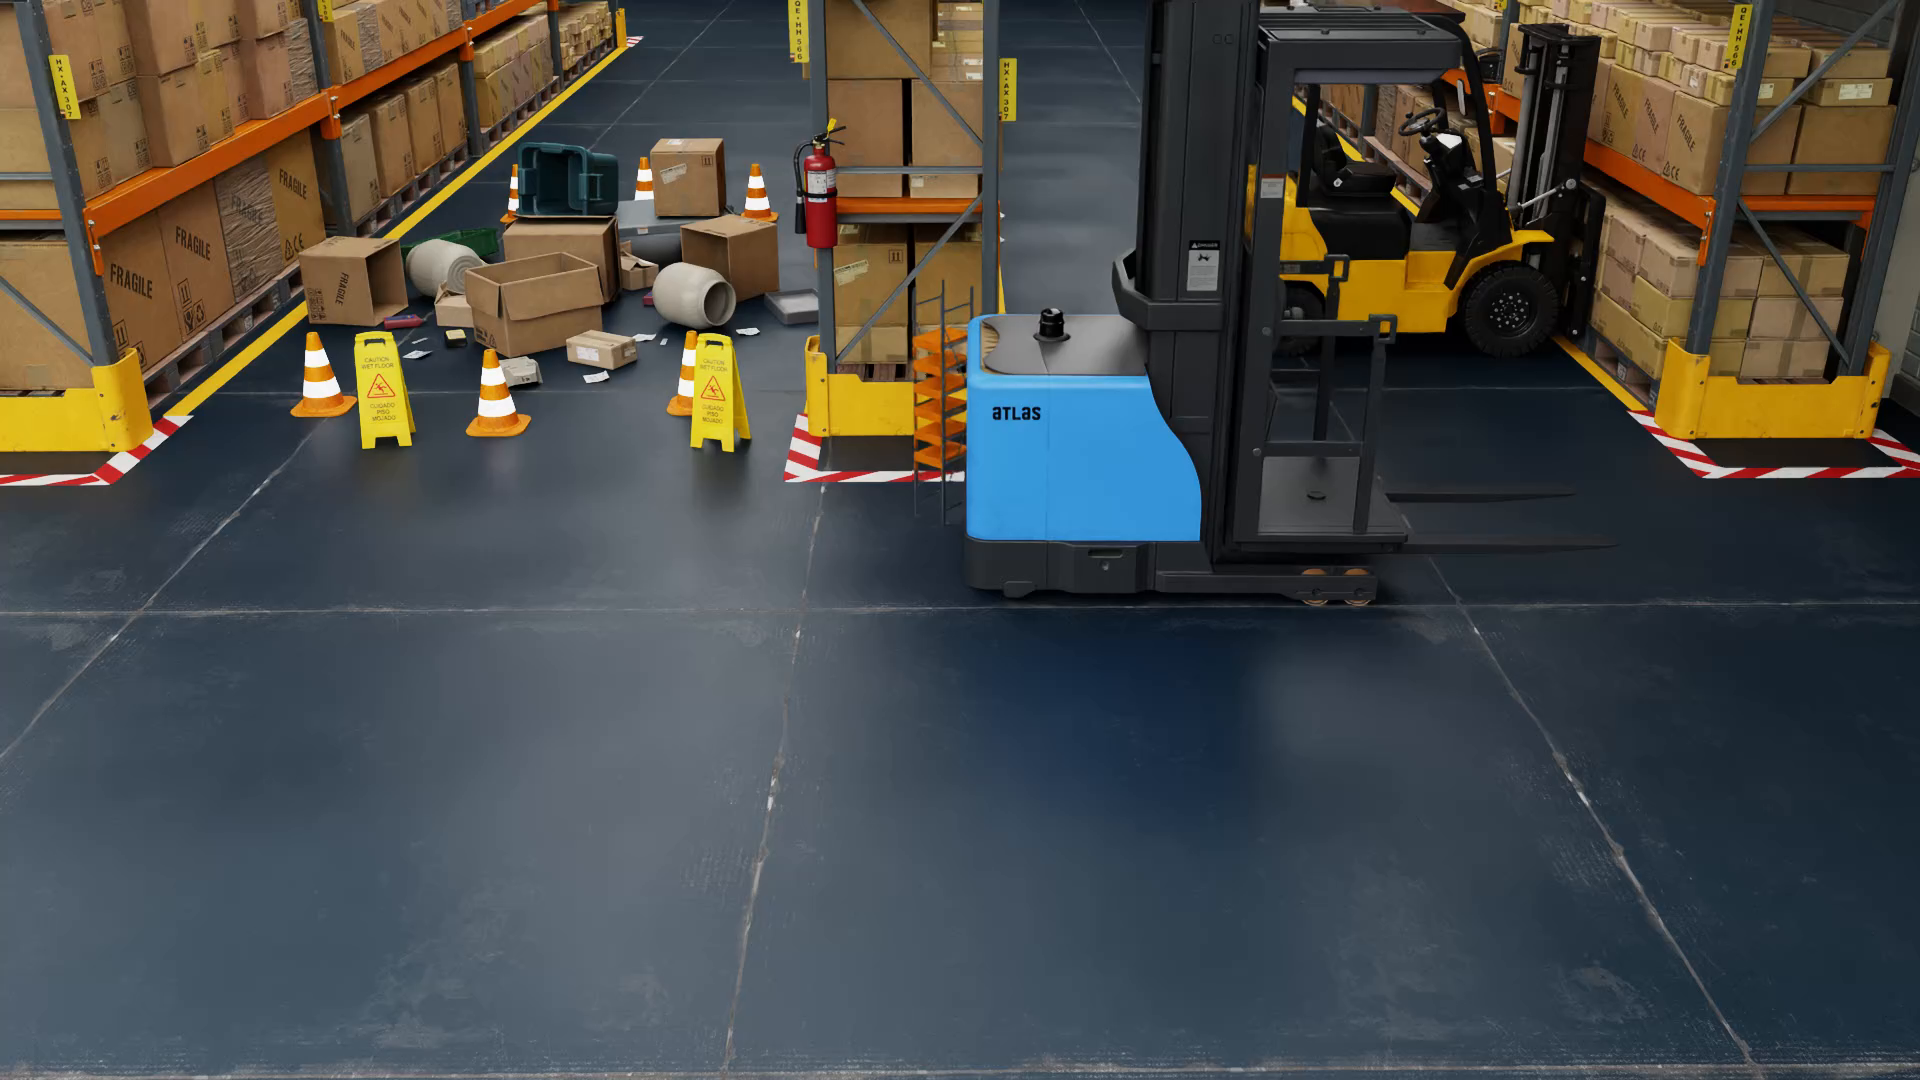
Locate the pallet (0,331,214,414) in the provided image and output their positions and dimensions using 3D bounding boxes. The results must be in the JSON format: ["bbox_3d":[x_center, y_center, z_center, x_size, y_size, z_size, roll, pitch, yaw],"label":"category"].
[{"bbox_3d":[-5.328,-0.999,10.202,1.003,0.211,1.213,0,24,-1],"label":"pallet"}]

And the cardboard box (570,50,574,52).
[{"bbox_3d":[-5.113,-6.141,21.137,0.380,0.149,0.250,0,24,-1],"label":"cardboard box"}]

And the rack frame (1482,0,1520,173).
[{"bbox_3d":[4.627,-3.676,12.738,1.000,3.000,0.127,0,24,-1],"label":"rack frame"}]

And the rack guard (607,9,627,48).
[{"bbox_3d":[-5.415,-7.363,23.923,1.175,0.500,0.348,0,24,-1],"label":"rack guard"}]

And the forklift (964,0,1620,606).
[{"bbox_3d":[1.536,-1.256,7.469,3.031,2.935,1.130,0,24,0],"label":"forklift"}]

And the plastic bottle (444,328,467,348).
[{"bbox_3d":[-3.400,-1.365,11.195,0.133,0.061,0.283,-9,26,-19],"label":"plastic bottle"}]

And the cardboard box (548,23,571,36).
[{"bbox_3d":[-5.190,-6.516,21.246,0.380,0.149,0.250,-1,24,-2],"label":"cardboard box"}]

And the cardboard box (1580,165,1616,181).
[{"bbox_3d":[4.331,-2.454,11.649,0.500,0.250,0.500,1,24,1],"label":"cardboard box"}]

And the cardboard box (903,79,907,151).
[{"bbox_3d":[-0.575,-2.614,9.907,0.500,0.500,0.500,0,24,0],"label":"cardboard box"}]

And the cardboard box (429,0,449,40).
[{"bbox_3d":[-5.051,-4.892,15.306,0.500,0.500,0.500,0,24,-1],"label":"cardboard box"}]

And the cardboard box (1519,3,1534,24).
[{"bbox_3d":[4.367,-3.885,12.291,0.380,0.149,0.250,-1,24,-1],"label":"cardboard box"}]

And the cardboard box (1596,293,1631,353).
[{"bbox_3d":[4.354,-1.364,10.452,0.500,0.250,0.500,0,24,-1],"label":"cardboard box"}]

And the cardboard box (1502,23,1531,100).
[{"bbox_3d":[4.371,-3.538,12.311,0.500,0.500,0.500,-1,24,-2],"label":"cardboard box"}]

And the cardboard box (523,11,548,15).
[{"bbox_3d":[-5.673,-7.046,22.416,0.380,0.149,0.250,1,24,2],"label":"cardboard box"}]

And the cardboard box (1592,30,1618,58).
[{"bbox_3d":[4.364,-3.247,10.882,0.380,0.149,0.250,-1,24,-2],"label":"cardboard box"}]

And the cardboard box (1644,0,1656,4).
[{"bbox_3d":[4.975,-3.707,11.537,0.380,0.149,0.250,-1,24,-2],"label":"cardboard box"}]

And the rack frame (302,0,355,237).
[{"bbox_3d":[-5.285,-3.588,12.544,1.000,3.000,0.127,0,24,-1],"label":"rack frame"}]

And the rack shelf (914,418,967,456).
[{"bbox_3d":[-0.081,-0.524,8.351,0.180,0.103,0.258,19,30,36],"label":"rack shelf"}]

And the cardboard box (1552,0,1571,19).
[{"bbox_3d":[4.339,-3.701,11.524,0.380,0.149,0.250,0,24,1],"label":"cardboard box"}]

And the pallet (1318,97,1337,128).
[{"bbox_3d":[4.603,-4.863,18.746,1.003,0.211,1.213,0,24,-1],"label":"pallet"}]

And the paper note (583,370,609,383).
[{"bbox_3d":[-2.293,-1.032,10.494,0.148,0.019,0.142,-9,26,-19],"label":"paper note"}]

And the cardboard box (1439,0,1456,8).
[{"bbox_3d":[4.353,-4.459,14.045,0.500,0.250,0.500,0,24,0],"label":"cardboard box"}]

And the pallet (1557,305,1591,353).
[{"bbox_3d":[4.610,-1.574,11.473,1.003,0.211,1.213,0,24,-1],"label":"pallet"}]

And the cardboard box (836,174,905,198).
[{"bbox_3d":[-0.511,-2.043,9.431,0.380,0.149,0.250,1,24,1],"label":"cardboard box"}]

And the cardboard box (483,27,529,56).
[{"bbox_3d":[-5.099,-5.544,18.481,0.500,0.250,0.500,-1,24,-3],"label":"cardboard box"}]

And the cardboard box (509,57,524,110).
[{"bbox_3d":[-5.101,-5.000,18.190,0.500,0.500,0.500,-1,24,-2],"label":"cardboard box"}]

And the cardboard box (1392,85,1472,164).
[{"bbox_3d":[4.591,-3.907,15.622,0.875,0.625,0.625,1,24,1],"label":"cardboard box"}]

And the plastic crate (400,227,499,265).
[{"bbox_3d":[-3.973,-2.268,12.966,0.450,0.188,0.662,3,22,31],"label":"plastic crate"}]

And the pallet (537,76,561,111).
[{"bbox_3d":[-5.362,-5.294,19.698,1.003,0.211,1.213,0,24,-1],"label":"pallet"}]

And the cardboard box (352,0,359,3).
[{"bbox_3d":[-5.309,-4.714,13.699,0.700,0.500,0.500,0,24,0],"label":"cardboard box"}]

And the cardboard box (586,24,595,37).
[{"bbox_3d":[-5.115,-6.812,22.260,0.380,0.149,0.250,1,24,2],"label":"cardboard box"}]

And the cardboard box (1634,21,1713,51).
[{"bbox_3d":[4.350,-3.070,10.129,0.380,0.149,0.250,0,24,1],"label":"cardboard box"}]

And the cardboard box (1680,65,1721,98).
[{"bbox_3d":[4.354,-2.616,9.485,0.380,0.149,0.250,0,24,0],"label":"cardboard box"}]

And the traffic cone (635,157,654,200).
[{"bbox_3d":[-2.753,-3.116,14.578,0.336,0.463,0.334,0,24,-1],"label":"traffic cone"}]

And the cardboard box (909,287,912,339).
[{"bbox_3d":[-0.568,-1.488,10.727,0.500,0.250,0.500,0,24,0],"label":"cardboard box"}]

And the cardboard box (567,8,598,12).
[{"bbox_3d":[-5.142,-7.163,22.675,0.380,0.149,0.250,-1,24,-3],"label":"cardboard box"}]

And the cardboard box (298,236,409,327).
[{"bbox_3d":[-4.242,-1.816,11.655,0.500,0.500,0.500,4,25,9],"label":"cardboard box"}]

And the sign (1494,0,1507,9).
[{"bbox_3d":[4.084,-4.161,12.502,0.100,0.325,0.005,0,24,-1],"label":"sign"}]

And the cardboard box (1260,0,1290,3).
[{"bbox_3d":[4.408,-7.422,23.541,0.797,0.503,0.637,-1,24,-3],"label":"cardboard box"}]

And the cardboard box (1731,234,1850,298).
[{"bbox_3d":[4.855,-1.621,9.808,0.500,0.250,0.500,-1,24,-1],"label":"cardboard box"}]

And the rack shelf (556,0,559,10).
[{"bbox_3d":[-5.394,-7.381,21.803,1.077,0.370,4.000,0,24,-1],"label":"rack shelf"}]

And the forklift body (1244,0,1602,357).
[{"bbox_3d":[2.826,-2.414,10.978,2.313,2.155,1.214,0,24,-1],"label":"forklift body"}]

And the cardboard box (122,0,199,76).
[{"bbox_3d":[-5.175,-3.111,9.997,0.875,0.550,0.550,0,24,-1],"label":"cardboard box"}]

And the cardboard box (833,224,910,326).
[{"bbox_3d":[-0.562,-1.613,10.094,0.500,0.500,0.500,0,24,0],"label":"cardboard box"}]

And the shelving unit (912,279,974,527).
[{"bbox_3d":[-0.081,-0.674,8.283,0.189,1.200,0.258,19,30,36],"label":"shelving unit"}]

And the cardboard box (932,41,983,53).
[{"bbox_3d":[-0.036,-2.805,10.330,0.500,0.500,0.500,-1,24,-2],"label":"cardboard box"}]

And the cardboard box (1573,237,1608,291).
[{"bbox_3d":[4.331,-1.813,10.838,0.500,0.250,0.500,-1,24,-2],"label":"cardboard box"}]

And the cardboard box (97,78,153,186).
[{"bbox_3d":[-5.319,-2.388,9.707,0.875,0.550,0.550,0,24,-1],"label":"cardboard box"}]

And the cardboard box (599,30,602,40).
[{"bbox_3d":[-5.181,-6.995,23.026,0.380,0.149,0.250,0,24,-1],"label":"cardboard box"}]

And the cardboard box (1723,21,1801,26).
[{"bbox_3d":[4.879,-3.071,10.131,0.380,0.149,0.250,0,24,1],"label":"cardboard box"}]

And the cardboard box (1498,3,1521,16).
[{"bbox_3d":[4.401,-4.157,12.893,0.380,0.149,0.250,1,24,1],"label":"cardboard box"}]

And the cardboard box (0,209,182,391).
[{"bbox_3d":[-5.315,-1.443,9.868,0.875,0.875,0.875,0,24,0],"label":"cardboard box"}]
